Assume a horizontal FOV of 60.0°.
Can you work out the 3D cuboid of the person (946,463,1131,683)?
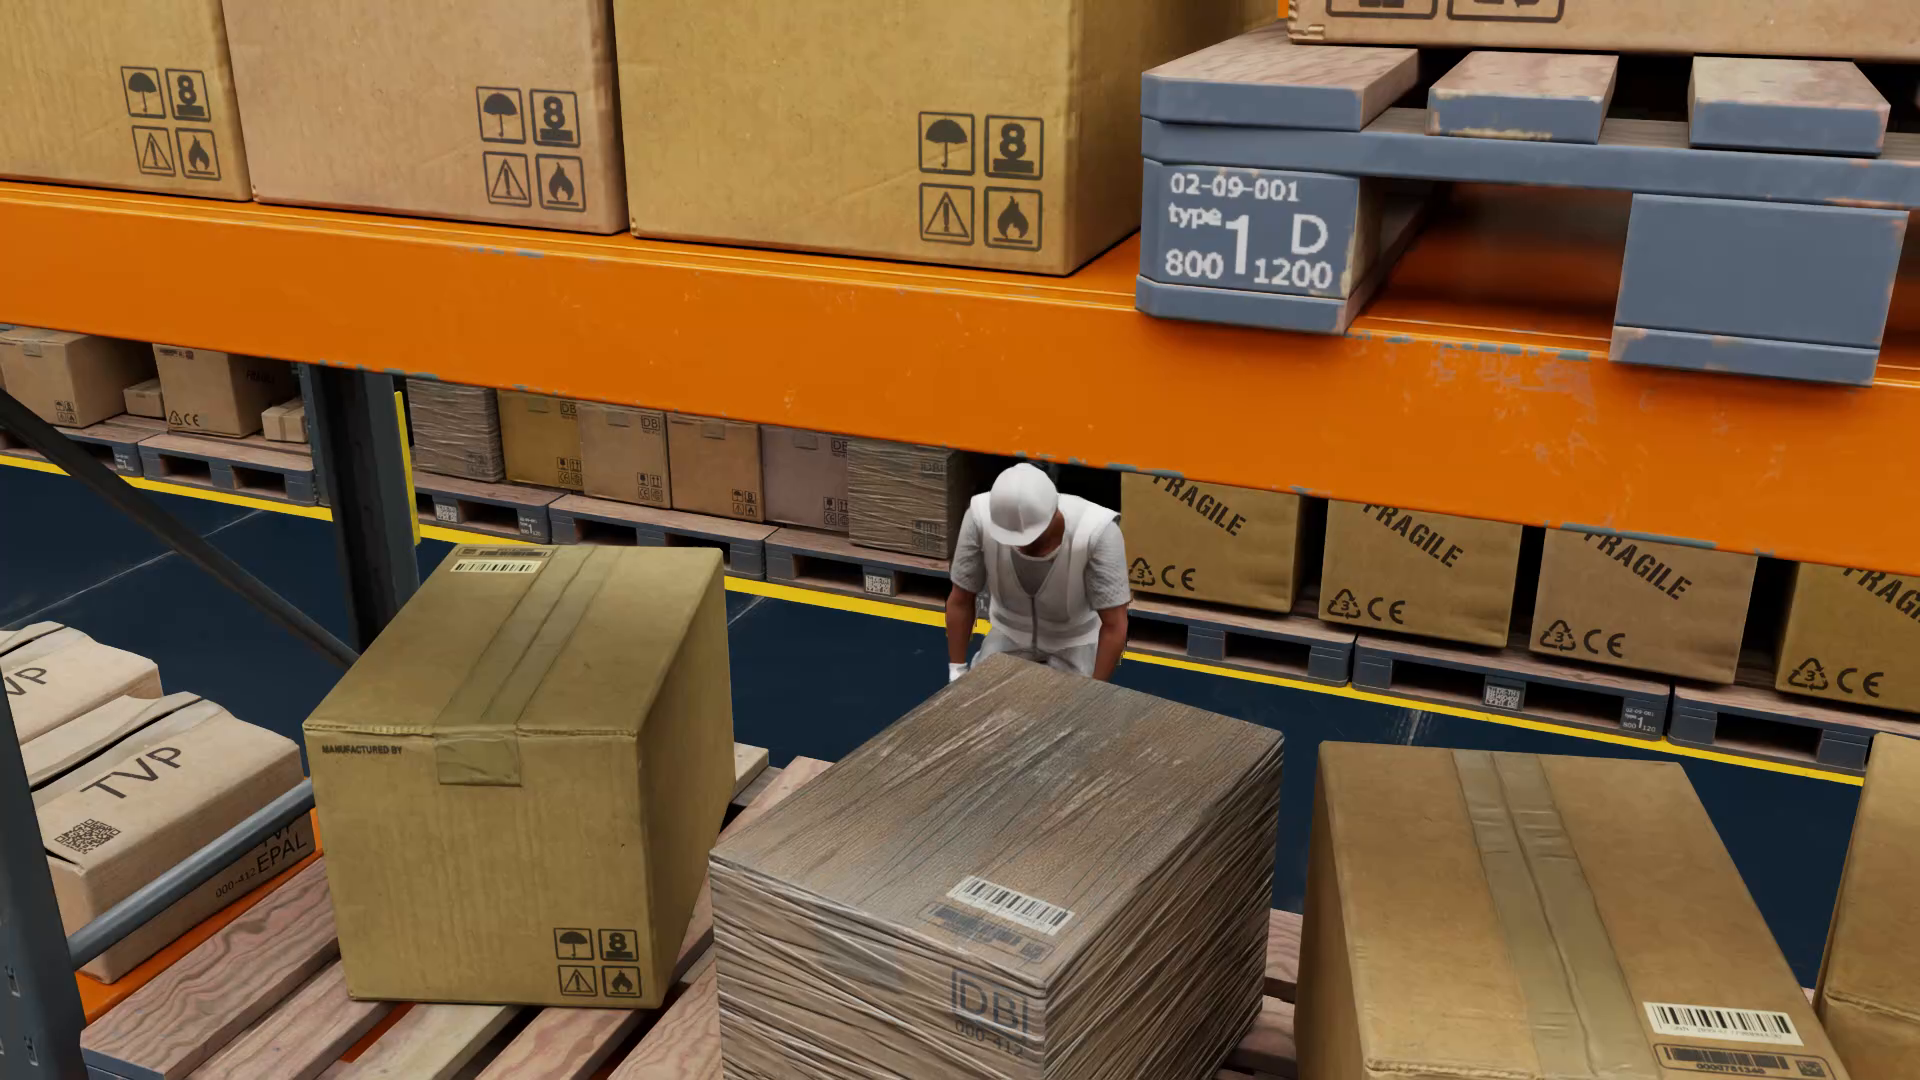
[{"bbox_3d":[0.278,0.384,5.498,0.610,1.498,0.717,9,24,20],"label":"person"}]
